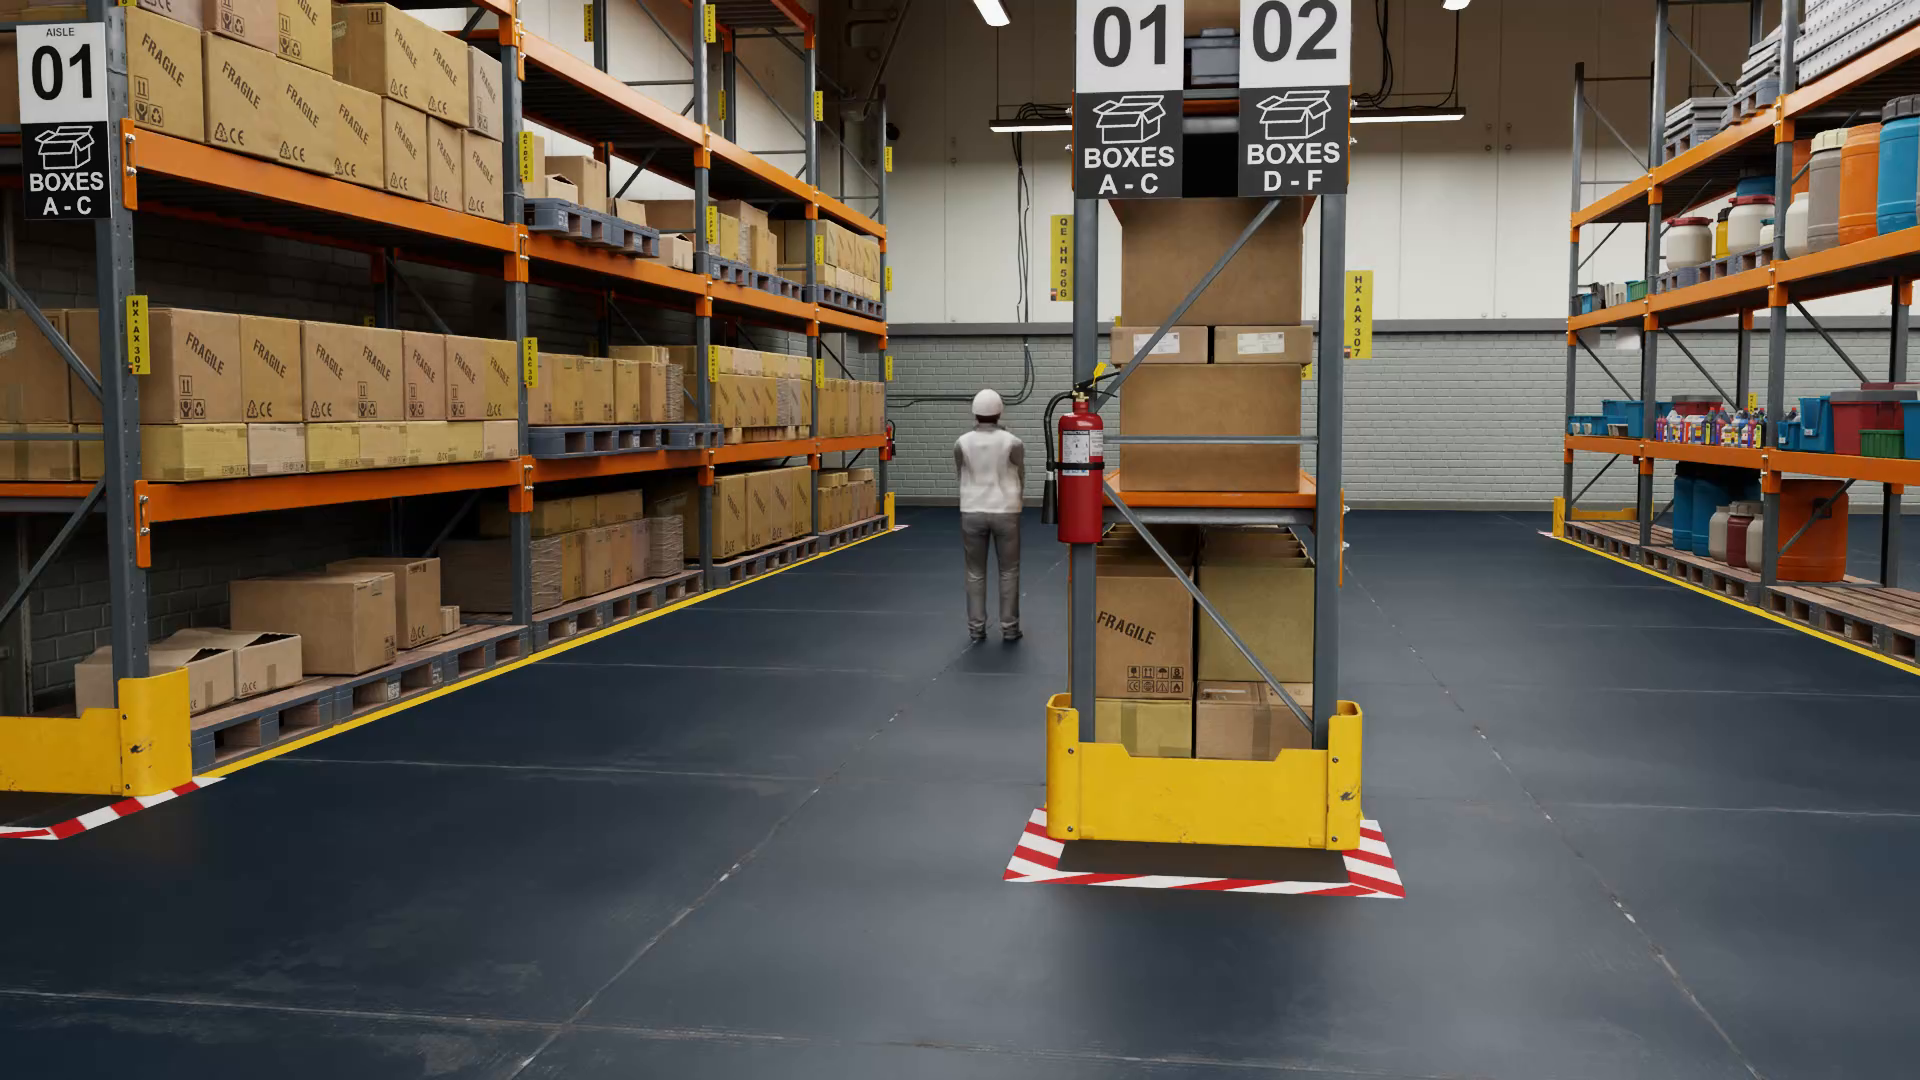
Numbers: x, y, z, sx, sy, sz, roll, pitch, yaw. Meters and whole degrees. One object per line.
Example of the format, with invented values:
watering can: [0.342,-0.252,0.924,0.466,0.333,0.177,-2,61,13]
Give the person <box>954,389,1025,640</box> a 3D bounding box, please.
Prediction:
person: [0.222,-0.188,11.905,0.502,1.770,0.552,1,4,9]
